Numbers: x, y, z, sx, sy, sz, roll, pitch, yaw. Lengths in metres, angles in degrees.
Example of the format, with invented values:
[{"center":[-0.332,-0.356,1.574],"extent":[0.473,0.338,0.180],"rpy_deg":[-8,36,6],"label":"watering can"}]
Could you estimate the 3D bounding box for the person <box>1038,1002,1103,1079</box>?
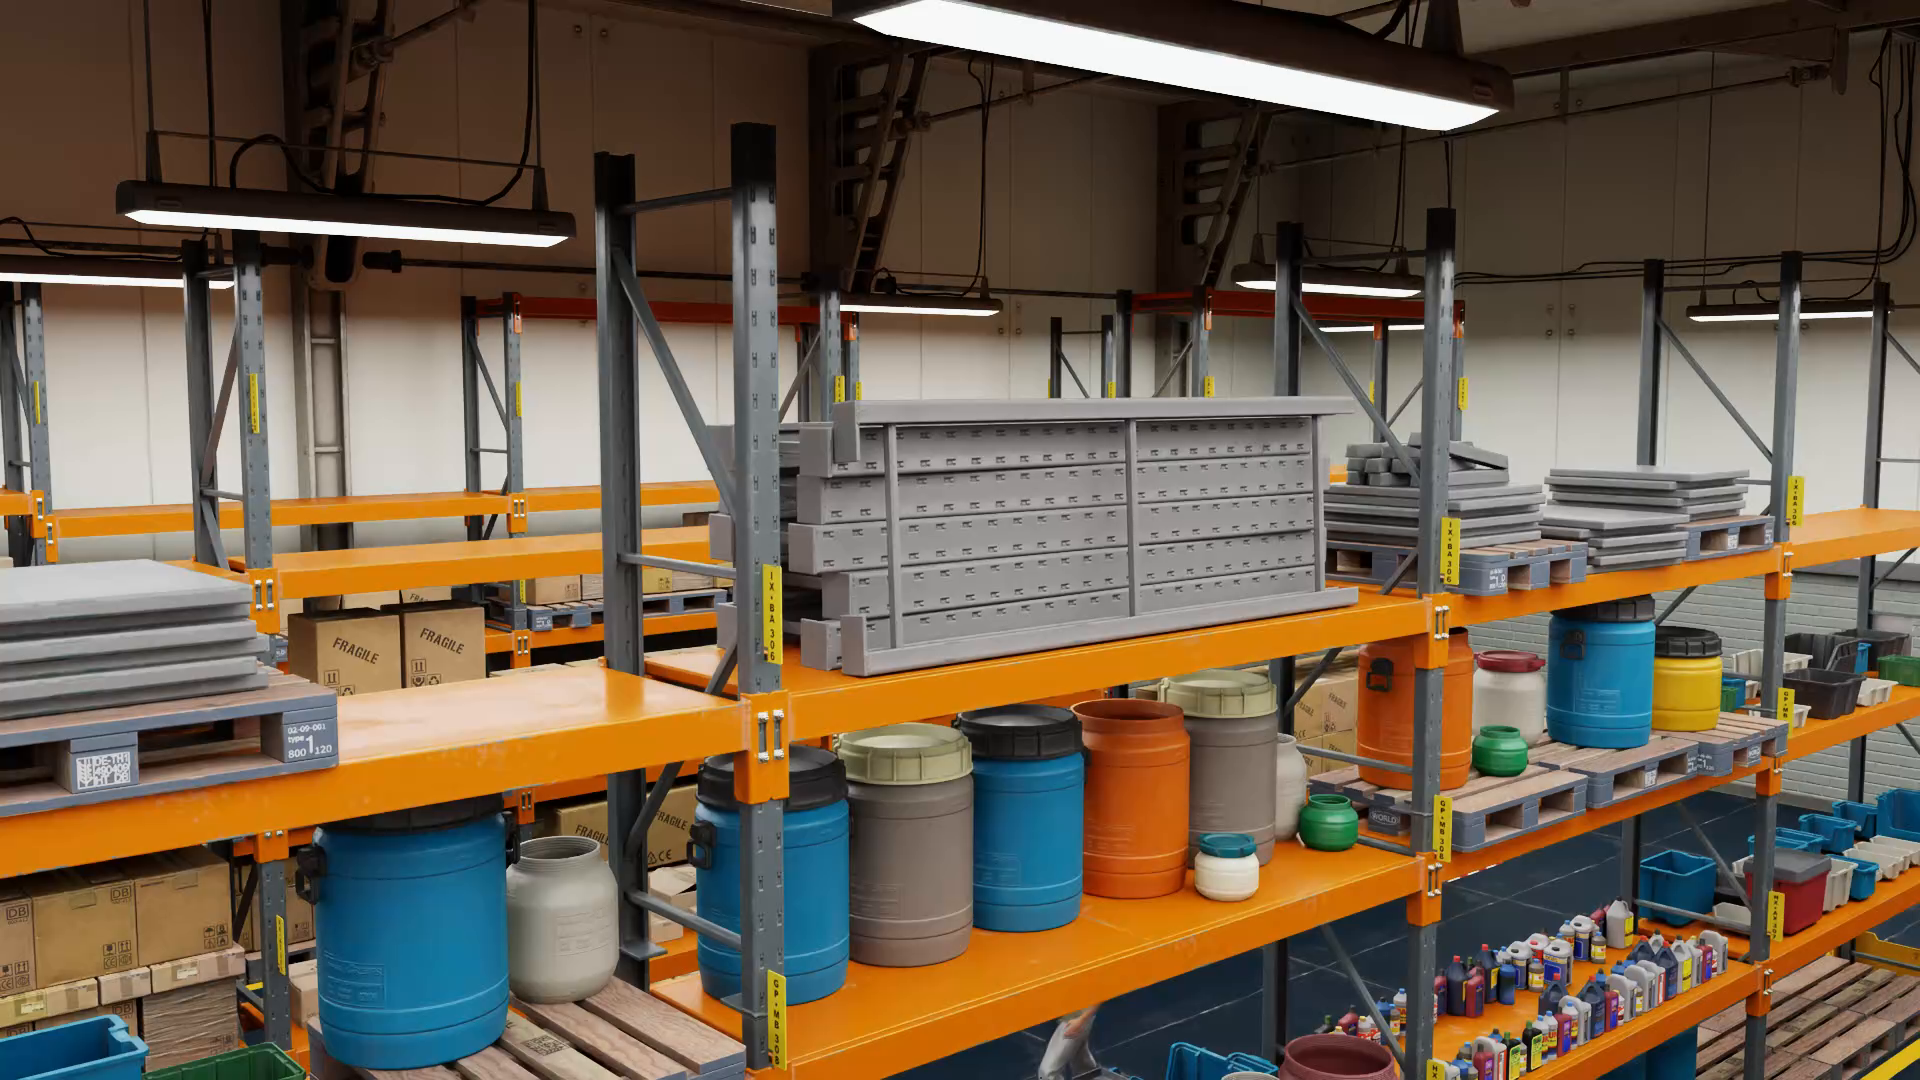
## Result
[{"center":[0.769,3.329,11.480],"extent":[0.749,1.570,0.658],"rpy_deg":[-2,6,-24],"label":"person"}]
